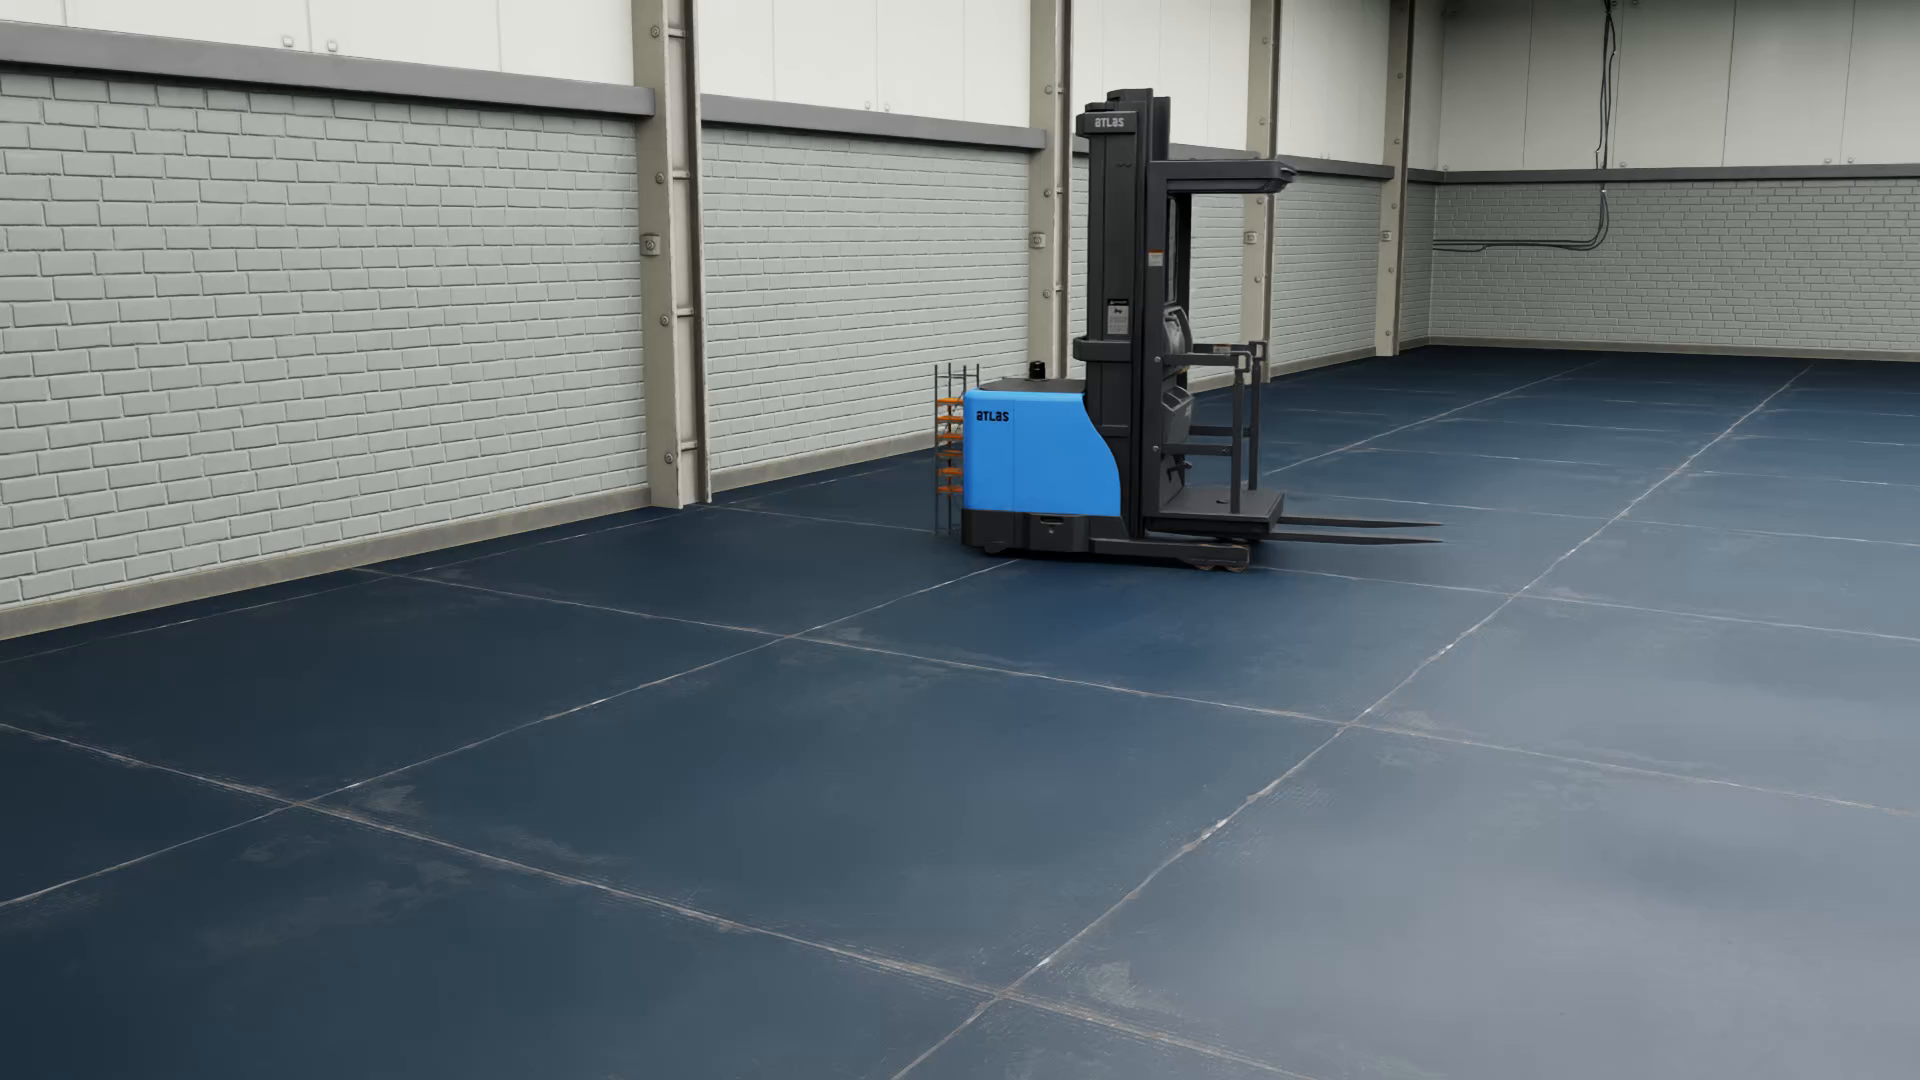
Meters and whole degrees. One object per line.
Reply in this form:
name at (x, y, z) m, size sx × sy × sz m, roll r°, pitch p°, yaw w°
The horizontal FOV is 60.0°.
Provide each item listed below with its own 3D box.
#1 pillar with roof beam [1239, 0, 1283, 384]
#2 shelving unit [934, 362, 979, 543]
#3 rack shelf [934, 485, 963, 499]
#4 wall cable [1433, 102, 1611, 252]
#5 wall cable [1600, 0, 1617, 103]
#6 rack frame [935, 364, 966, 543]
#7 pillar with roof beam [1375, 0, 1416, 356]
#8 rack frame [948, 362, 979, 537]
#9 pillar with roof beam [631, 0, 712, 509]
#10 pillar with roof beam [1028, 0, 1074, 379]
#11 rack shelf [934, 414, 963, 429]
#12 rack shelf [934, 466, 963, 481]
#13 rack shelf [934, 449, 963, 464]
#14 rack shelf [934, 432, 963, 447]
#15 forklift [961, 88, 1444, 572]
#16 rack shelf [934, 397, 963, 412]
pillar with roof beam at (7.742, -6.182, 19.935) m, size 9.100 × 9.000 × 0.400 m, roll 6°, pitch 12°, yaw 31°
shelving unit at (-0.020, -0.593, 11.273) m, size 0.258 × 1.200 × 0.189 m, roll 6°, pitch 12°, yaw 29°
rack shelf at (-0.020, -0.313, 11.326) m, size 0.258 × 0.103 × 0.180 m, roll 6°, pitch 12°, yaw 29°
wall cable at (9.838, -6.348, 29.258) m, size 3.097 × 2.526 × 0.112 m, roll 6°, pitch 12°, yaw 31°
wall cable at (12.150, -8.571, 27.413) m, size 3.097 × 2.526 × 0.112 m, roll 6°, pitch 12°, yaw 31°
rack frame at (-0.064, -0.578, 11.195) m, size 0.240 × 1.200 × 0.006 m, roll 6°, pitch 12°, yaw 29°
pillar with roof beam at (10.857, -7.126, 24.975) m, size 9.100 × 9.000 × 0.400 m, roll 6°, pitch 12°, yaw 31°
rack frame at (0.025, -0.607, 11.352) m, size 0.240 × 1.200 × 0.006 m, roll 6°, pitch 12°, yaw 29°
pillar with roof beam at (1.512, -4.295, 9.854) m, size 9.100 × 9.000 × 0.400 m, roll 6°, pitch 12°, yaw 31°
pillar with roof beam at (4.627, -5.238, 14.895) m, size 9.100 × 9.000 × 0.400 m, roll 6°, pitch 12°, yaw 31°
rack shelf at (-0.020, -0.785, 11.237) m, size 0.258 × 0.103 × 0.180 m, roll 6°, pitch 12°, yaw 29°
rack shelf at (-0.020, -0.431, 11.303) m, size 0.258 × 0.103 × 0.180 m, roll 6°, pitch 12°, yaw 29°
rack shelf at (-0.020, -0.549, 11.281) m, size 0.258 × 0.103 × 0.180 m, roll 6°, pitch 12°, yaw 29°
rack shelf at (-0.020, -0.667, 11.259) m, size 0.258 × 0.103 × 0.180 m, roll 6°, pitch 12°, yaw 29°
forklift at (1.583, -1.351, 10.621) m, size 3.031 × 2.935 × 1.130 m, roll 3°, pitch 11°, yaw 16°
rack shelf at (-0.020, -0.903, 11.215) m, size 0.258 × 0.103 × 0.180 m, roll 6°, pitch 12°, yaw 29°
